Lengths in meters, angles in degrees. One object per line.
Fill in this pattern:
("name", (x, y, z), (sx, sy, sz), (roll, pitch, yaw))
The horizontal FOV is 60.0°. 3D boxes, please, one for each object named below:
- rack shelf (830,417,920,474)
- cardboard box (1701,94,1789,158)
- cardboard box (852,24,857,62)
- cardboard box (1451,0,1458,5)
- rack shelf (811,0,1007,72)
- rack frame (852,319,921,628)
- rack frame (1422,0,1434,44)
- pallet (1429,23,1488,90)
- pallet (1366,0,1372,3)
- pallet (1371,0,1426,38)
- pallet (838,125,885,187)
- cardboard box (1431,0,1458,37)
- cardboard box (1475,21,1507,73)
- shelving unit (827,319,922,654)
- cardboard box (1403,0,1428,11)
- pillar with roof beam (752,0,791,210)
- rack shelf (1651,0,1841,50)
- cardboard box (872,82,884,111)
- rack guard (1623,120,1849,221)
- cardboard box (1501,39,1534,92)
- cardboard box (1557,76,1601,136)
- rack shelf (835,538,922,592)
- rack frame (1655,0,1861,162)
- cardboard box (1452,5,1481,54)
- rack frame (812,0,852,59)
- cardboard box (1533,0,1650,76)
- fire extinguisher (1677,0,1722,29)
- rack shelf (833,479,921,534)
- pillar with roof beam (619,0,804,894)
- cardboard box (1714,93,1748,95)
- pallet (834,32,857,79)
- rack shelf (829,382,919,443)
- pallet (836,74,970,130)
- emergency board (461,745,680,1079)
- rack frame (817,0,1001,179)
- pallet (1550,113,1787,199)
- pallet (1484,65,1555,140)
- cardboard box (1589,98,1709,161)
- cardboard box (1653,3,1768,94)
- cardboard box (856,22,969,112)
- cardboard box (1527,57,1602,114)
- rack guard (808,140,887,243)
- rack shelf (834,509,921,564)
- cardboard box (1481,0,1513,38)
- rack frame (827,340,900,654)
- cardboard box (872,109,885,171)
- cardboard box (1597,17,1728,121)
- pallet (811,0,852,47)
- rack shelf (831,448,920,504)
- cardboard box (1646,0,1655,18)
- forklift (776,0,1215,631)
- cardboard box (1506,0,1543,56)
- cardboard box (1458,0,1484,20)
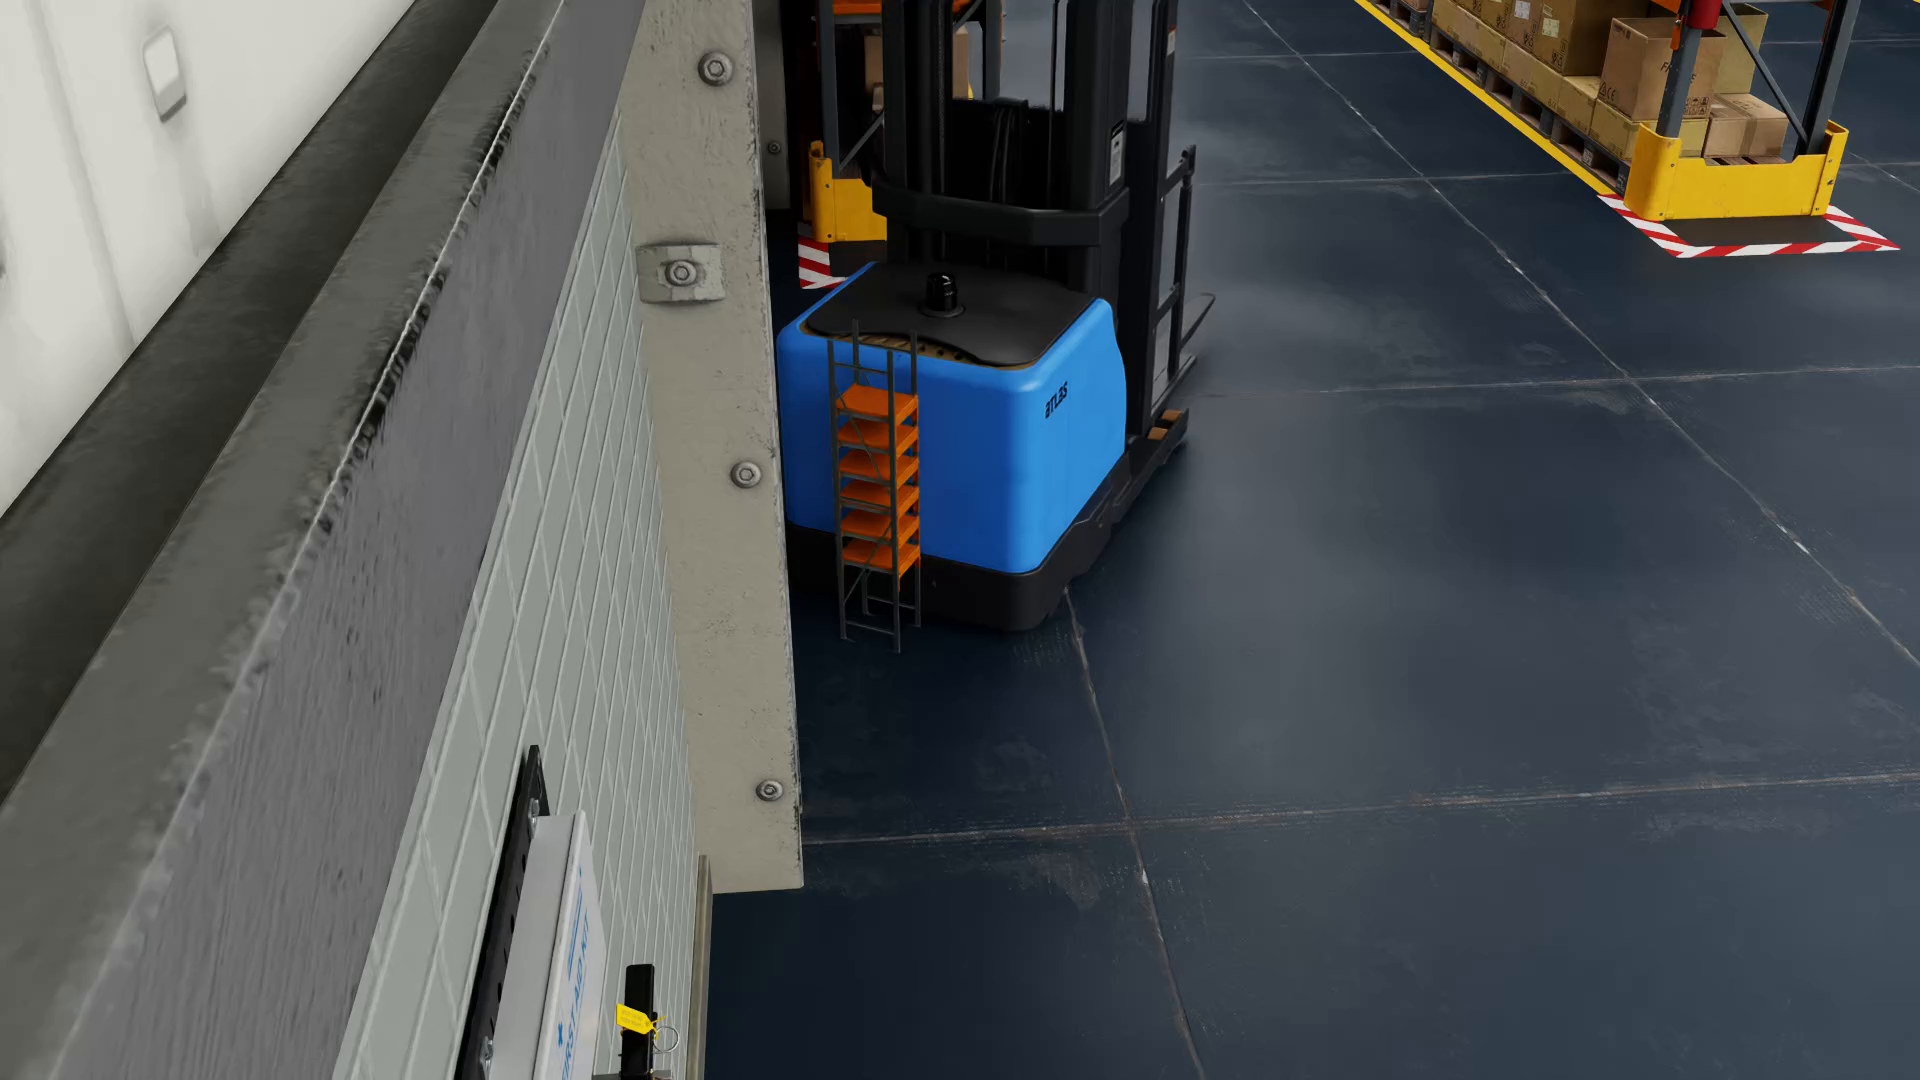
("rack shelf", (-0.294, -0.337, 5.762), (0.258, 0.103, 0.180), (12, 33, 20))
("cardboard box", (4.826, -2.608, 10.462), (0.500, 0.250, 0.500), (-3, 31, -5))
("cardboard box", (-0.514, -3.714, 12.051), (0.500, 0.500, 0.500), (-5, 31, -8))
("cardboard box", (4.012, -4.435, 12.791), (0.500, 0.500, 0.500), (-3, 31, -5))
("rack shelf", (-0.464, -3.796, 10.882), (1.077, 0.370, 4.000), (-3, 31, -5))
("rack frame", (-0.257, -0.212, 5.935), (0.240, 1.200, 0.006), (12, 33, 20))
("rack frame", (4.281, -5.365, 12.808), (1.000, 3.000, 0.127), (-3, 31, -5))
("pallet", (4.313, -3.760, 12.840), (1.003, 0.211, 1.213), (-3, 31, -5))
("pallet", (4.056, -5.167, 15.194), (1.003, 0.211, 1.213), (-3, 31, -5))
("pallet", (4.173, -4.543, 14.149), (1.003, 0.211, 1.213), (-3, 31, -5))
("pallet", (-0.325, -2.342, 10.465), (1.003, 0.211, 1.213), (-3, 31, -5))
("cardboard box", (4.022, -4.114, 12.984), (0.500, 0.250, 0.500), (-3, 31, -5))
("cardboard box", (4.106, -3.603, 12.129), (0.500, 0.250, 0.500), (-3, 31, -5))
("shelving unit", (-0.294, -0.169, 5.862), (0.258, 1.200, 0.189), (12, 33, 20))
("cardboard box", (3.953, -4.563, 13.736), (0.500, 0.250, 0.500), (-3, 31, -5))
("pillar with roof beam", (3.082, -6.182, 8.324), (9.100, 9.000, 0.400), (-3, 31, -5))
("rack shelf", (4.468, -4.036, 11.283), (1.077, 0.370, 4.000), (-3, 31, -5))
("cardboard box", (-0.305, -2.767, 10.651), (0.500, 0.311, 0.500), (0, 31, 0))
("rack guard", (4.657, -2.238, 10.009), (1.175, 0.500, 0.348), (-3, 31, -5))
("cardboard box", (4.158, -3.348, 11.702), (0.500, 0.250, 0.500), (-3, 31, -5))
("cardboard box", (4.252, -2.837, 10.847), (0.500, 0.250, 0.500), (-3, 31, -5))
("rack shelf", (-0.294, 0.075, 6.008), (0.258, 0.103, 0.180), (12, 33, 20))
("rack frame", (4.655, -3.323, 9.389), (1.000, 3.000, 0.127), (-3, 31, -5))
("cardboard box", (4.064, -3.859, 12.557), (0.500, 0.250, 0.500), (-3, 31, -5))
("rack frame", (-0.651, -5.126, 12.407), (1.000, 3.000, 0.127), (-3, 31, -5))
("cardboard box", (4.200, -3.414, 11.082), (0.500, 0.500, 0.500), (-3, 31, -5))
("fire extinguisher", (4.203, -3.207, 9.270), (0.296, 0.674, 0.183), (-3, 31, -5))
("rack shelf", (-0.294, -0.131, 5.885), (0.258, 0.103, 0.180), (12, 33, 20))
("pillar with roof beam", (3.643, -3.118, 3.195), (9.100, 9.000, 0.400), (-3, 31, -5))
("cardboard box", (4.776, -2.863, 10.889), (0.500, 0.250, 0.500), (-3, 31, -5))
("pallet", (-0.553, -3.588, 12.551), (1.003, 0.211, 1.213), (-3, 31, -5))
("rack shelf", (-0.294, -0.440, 5.701), (0.258, 0.103, 0.180), (12, 33, 20))
("pallet", (-0.436, -2.964, 11.506), (1.003, 0.211, 1.213), (-3, 31, -5))
("emergency board", (-0.450, 0.927, 2.273), (0.194, 1.169, 0.643), (-3, 31, -5))
("rack frame", (-0.277, -3.084, 8.988), (1.000, 3.000, 0.127), (-3, 31, -5))
("pallet", (4.541, -2.515, 10.754), (1.003, 0.211, 1.213), (-3, 31, -5))
("pallet", (4.431, -3.136, 11.794), (1.003, 0.211, 1.213), (-3, 31, -5))
("cardboard box", (4.310, -2.583, 10.421), (0.500, 0.250, 0.500), (-3, 31, -5))
("cardboard box", (4.777, -3.185, 10.697), (0.500, 0.500, 0.500), (-3, 31, -5))
("cardboard box", (-0.324, -3.225, 11.233), (0.700, 0.500, 0.500), (-5, 31, -8))
("cardboard box", (4.203, -3.093, 11.274), (0.500, 0.250, 0.500), (-3, 31, -5))
("rack guard", (-0.284, -2.050, 9.694), (1.175, 0.500, 0.348), (-3, 31, -5))
("rack shelf", (-0.294, -0.028, 5.947), (0.258, 0.103, 0.180), (12, 33, 20))
("cardboard box", (4.106, -3.925, 11.936), (0.500, 0.500, 0.500), (-3, 31, -5))
("rack frame", (-0.330, -0.126, 5.790), (0.240, 1.200, 0.006), (12, 33, 20))
("cardboard box", (-0.252, -2.476, 10.163), (0.500, 0.311, 0.500), (-6, 31, -10))
("cardboard box", (4.308, -2.905, 10.228), (0.500, 0.500, 0.500), (-3, 31, -5))
("pallet", (-0.725, -4.327, 13.788), (1.003, 0.211, 1.213), (-3, 31, -5))
("rack shelf", (-0.294, -0.234, 5.824), (0.258, 0.103, 0.180), (12, 33, 20))
("cardboard box", (4.718, -3.439, 11.123), (0.500, 0.500, 0.500), (-3, 31, -5))
("forklift", (0.376, -1.665, 6.680), (1.130, 2.935, 3.031), (12, 33, 20))
("cardboard box", (4.155, -3.670, 11.509), (0.500, 0.500, 0.500), (-3, 31, -5))
("cardboard box", (4.067, -4.181, 12.364), (0.500, 0.500, 0.500), (-3, 31, -5))
